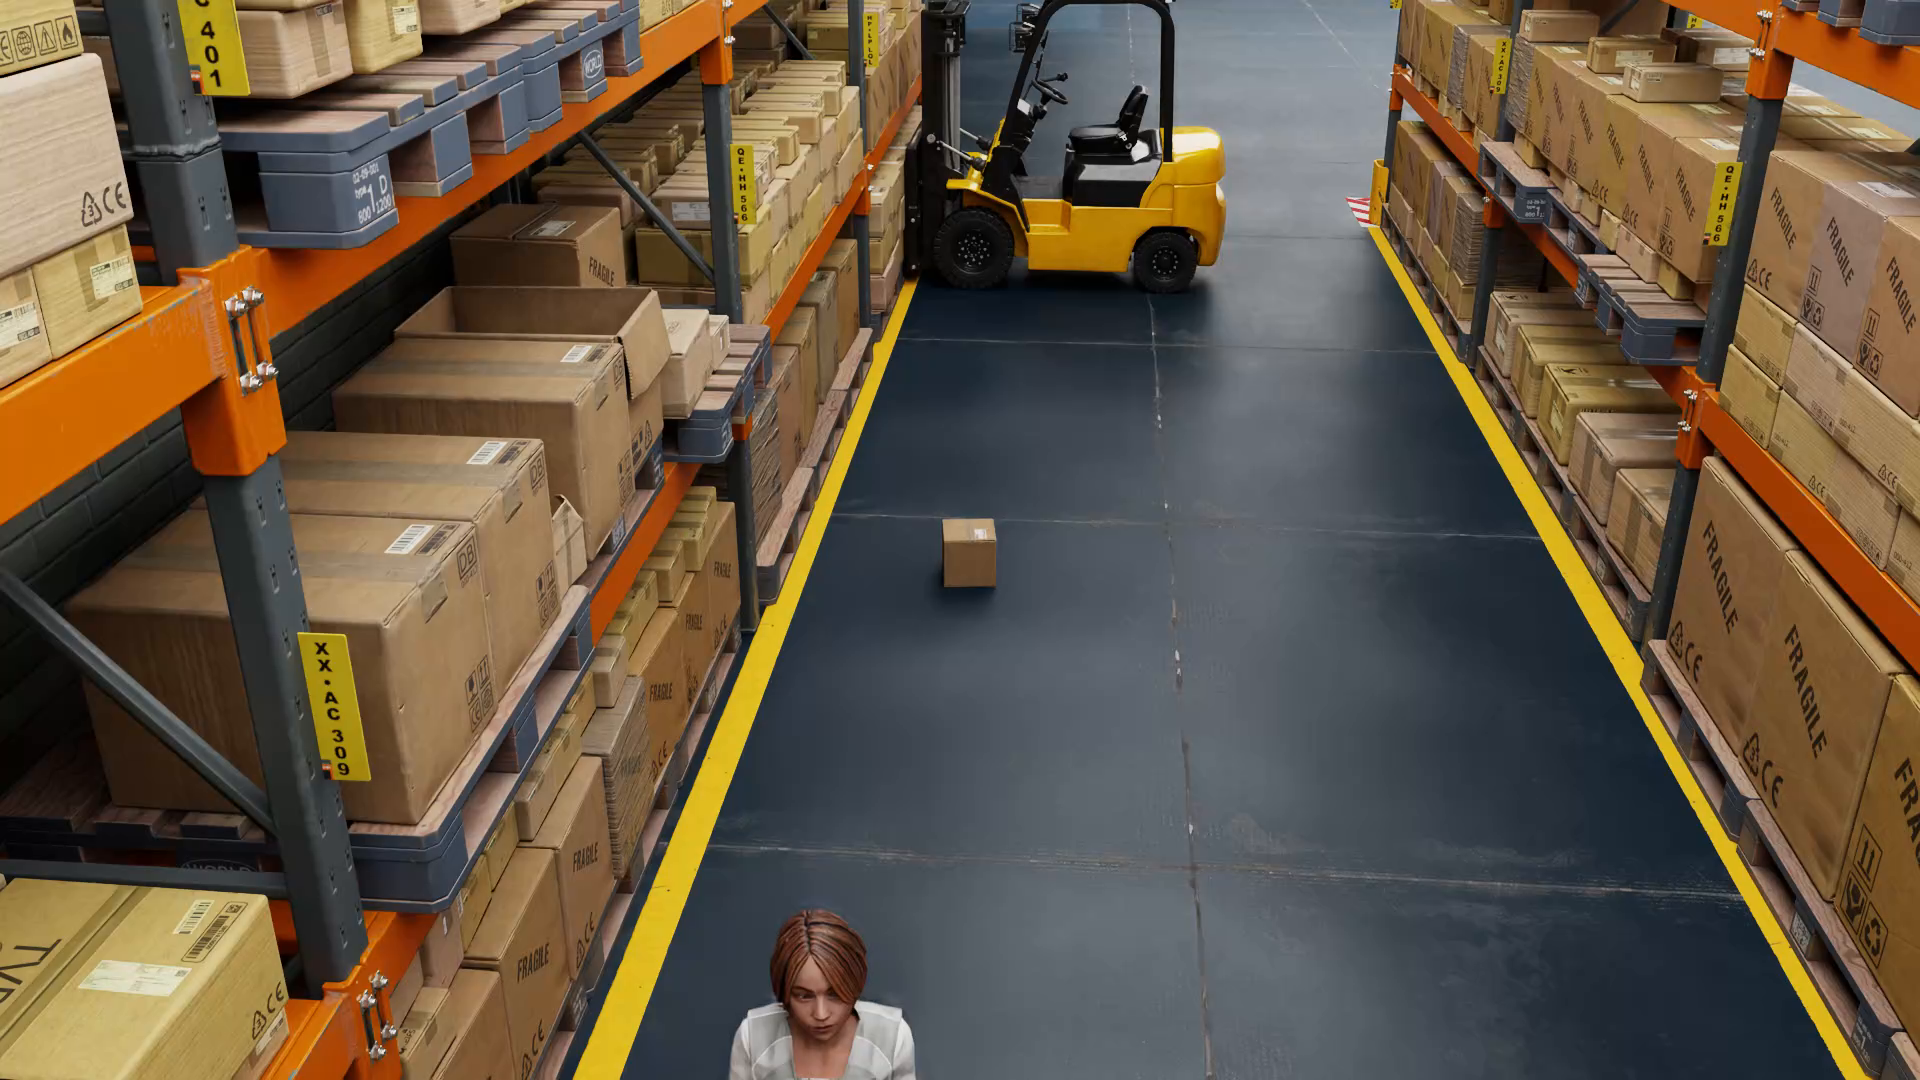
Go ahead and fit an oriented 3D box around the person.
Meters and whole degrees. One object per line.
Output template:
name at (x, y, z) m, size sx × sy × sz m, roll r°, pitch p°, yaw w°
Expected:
person at (-0.283, 1.487, 3.426) m, size 0.408 × 1.616 × 0.728 m, roll 2°, pitch 25°, yaw 4°
